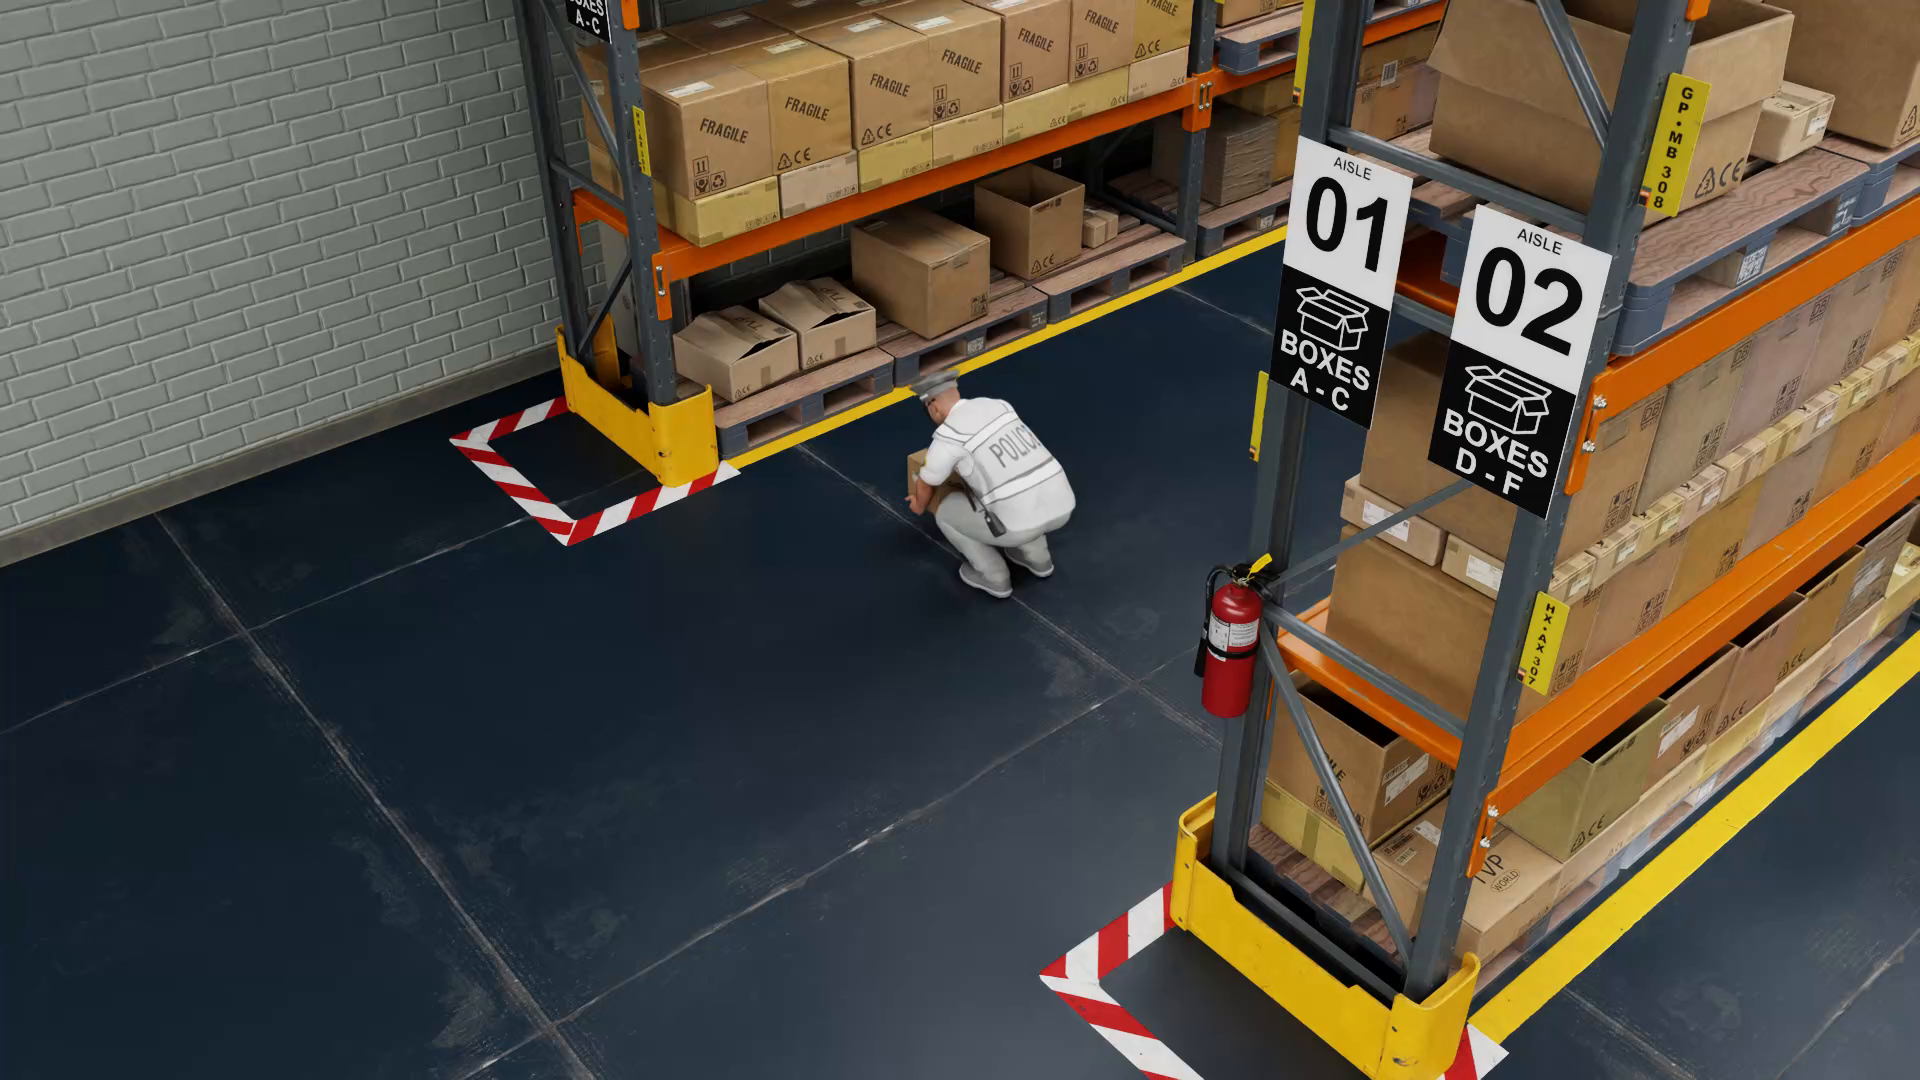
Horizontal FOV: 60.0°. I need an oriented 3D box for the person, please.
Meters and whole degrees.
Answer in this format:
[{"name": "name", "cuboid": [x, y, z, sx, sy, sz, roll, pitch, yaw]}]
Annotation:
[{"name": "person", "cuboid": [0.132, -0.286, 8.113, 0.570, 1.012, 0.913, -26, 43, -32]}]
